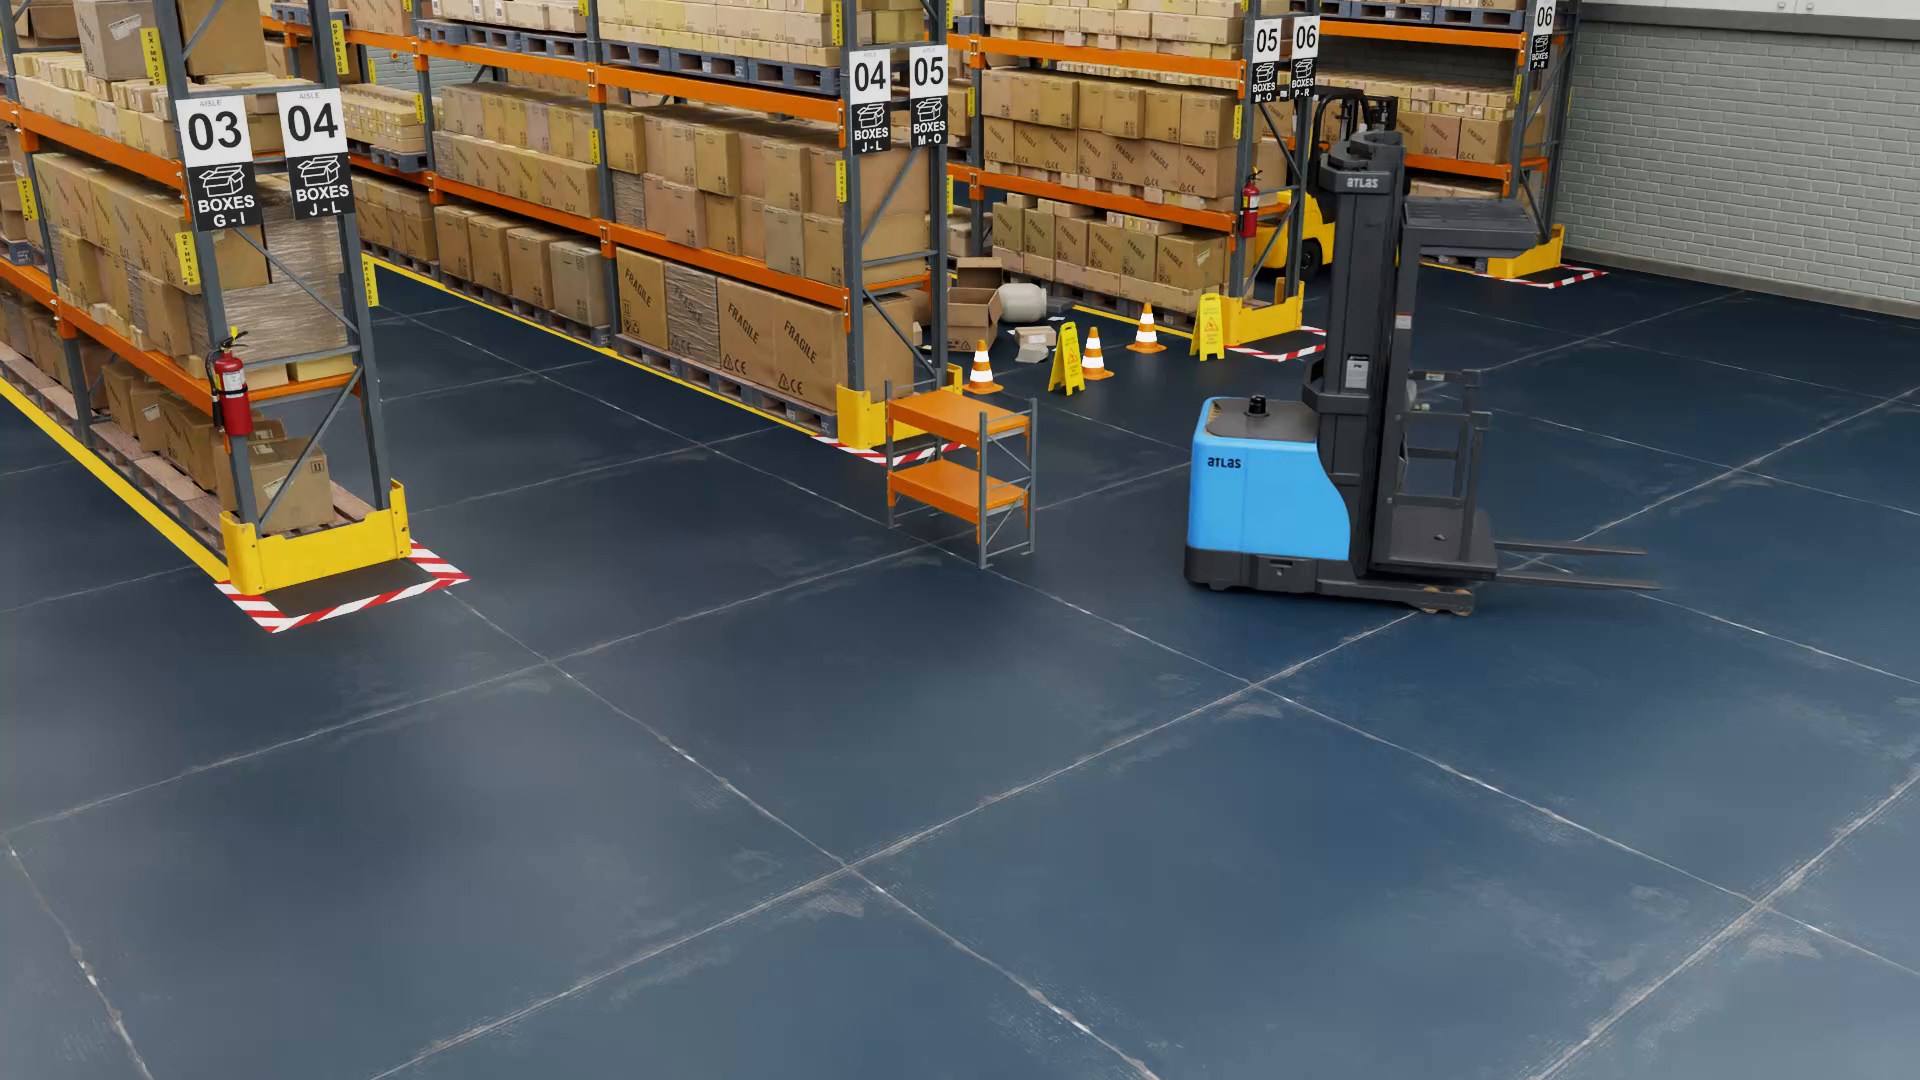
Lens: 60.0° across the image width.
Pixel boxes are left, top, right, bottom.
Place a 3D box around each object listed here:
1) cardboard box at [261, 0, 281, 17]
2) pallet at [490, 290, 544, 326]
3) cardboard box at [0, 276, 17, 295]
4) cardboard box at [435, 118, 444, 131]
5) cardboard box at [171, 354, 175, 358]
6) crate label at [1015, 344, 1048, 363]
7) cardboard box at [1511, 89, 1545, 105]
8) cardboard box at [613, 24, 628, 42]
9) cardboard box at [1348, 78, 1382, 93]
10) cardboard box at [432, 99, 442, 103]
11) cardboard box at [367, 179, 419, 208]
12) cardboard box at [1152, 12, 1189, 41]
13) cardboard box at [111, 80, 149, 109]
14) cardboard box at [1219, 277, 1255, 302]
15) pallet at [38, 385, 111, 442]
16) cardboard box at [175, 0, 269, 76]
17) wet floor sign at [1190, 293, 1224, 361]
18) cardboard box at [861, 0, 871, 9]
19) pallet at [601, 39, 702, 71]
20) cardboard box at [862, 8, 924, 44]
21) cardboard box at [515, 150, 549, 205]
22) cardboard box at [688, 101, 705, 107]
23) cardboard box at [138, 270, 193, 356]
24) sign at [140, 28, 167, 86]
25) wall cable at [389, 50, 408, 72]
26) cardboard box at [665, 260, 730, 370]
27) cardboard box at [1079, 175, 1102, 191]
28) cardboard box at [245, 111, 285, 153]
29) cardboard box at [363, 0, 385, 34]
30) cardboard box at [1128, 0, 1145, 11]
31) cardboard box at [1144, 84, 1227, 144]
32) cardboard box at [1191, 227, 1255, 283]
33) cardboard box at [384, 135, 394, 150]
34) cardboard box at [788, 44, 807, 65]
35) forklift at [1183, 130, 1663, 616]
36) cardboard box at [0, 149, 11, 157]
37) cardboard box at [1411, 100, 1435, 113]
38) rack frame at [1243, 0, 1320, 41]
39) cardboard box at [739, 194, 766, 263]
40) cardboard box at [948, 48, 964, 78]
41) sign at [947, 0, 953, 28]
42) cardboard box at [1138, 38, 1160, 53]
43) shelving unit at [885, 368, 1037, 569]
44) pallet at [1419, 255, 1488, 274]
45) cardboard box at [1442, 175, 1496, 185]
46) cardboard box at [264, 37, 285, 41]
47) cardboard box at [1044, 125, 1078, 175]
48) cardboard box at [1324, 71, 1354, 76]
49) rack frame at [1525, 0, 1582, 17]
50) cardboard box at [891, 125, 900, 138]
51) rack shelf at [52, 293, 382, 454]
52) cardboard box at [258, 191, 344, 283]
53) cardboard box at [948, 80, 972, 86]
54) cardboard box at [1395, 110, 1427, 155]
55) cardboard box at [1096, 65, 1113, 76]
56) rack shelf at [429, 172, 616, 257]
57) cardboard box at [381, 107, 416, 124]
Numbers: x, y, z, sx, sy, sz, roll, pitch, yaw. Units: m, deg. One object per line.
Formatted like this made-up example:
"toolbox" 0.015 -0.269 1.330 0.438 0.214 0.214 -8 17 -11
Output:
"cardboard box" -8.882 -7.049 21.960 0.500 0.250 0.500 -17 27 -36
"pallet" -4.496 -2.674 18.523 1.003 0.211 1.213 -17 27 -37
"cardboard box" -9.109 -2.605 16.317 0.500 0.250 0.500 -16 27 -35
"cardboard box" -6.088 -5.018 20.044 0.380 0.149 0.250 -16 26 -35
"cardboard box" -5.338 -1.373 11.720 0.380 0.149 0.250 -17 27 -37
"crate label" 0.723 -1.865 16.557 0.298 0.136 0.250 7 23 18
"cardboard box" 6.861 -5.355 20.108 0.380 0.149 0.250 -18 28 -38
"cardboard box" -2.984 -4.710 15.414 0.380 0.149 0.250 -17 27 -37
"cardboard box" 5.191 -5.821 21.298 0.380 0.149 0.250 -18 27 -38
"cardboard box" -6.408 -5.291 20.332 0.380 0.149 0.250 -19 28 -40
"cardboard box" -7.049 -4.334 20.760 0.500 0.250 0.500 -17 27 -36
"cardboard box" 2.305 -5.227 16.900 0.500 0.250 0.500 -18 28 -38
"cardboard box" -5.290 -2.910 10.847 0.380 0.149 0.250 -17 27 -37
"cardboard box" 2.843 -2.745 18.075 0.500 0.250 0.500 -18 28 -38
"pallet" -7.468 -1.204 14.768 1.003 0.211 1.213 -17 27 -37
"cardboard box" -5.112 -3.471 11.390 0.500 0.500 0.500 -18 27 -38
"wet floor sign" 2.473 -2.138 16.558 0.267 0.644 0.232 -8 23 -19
"cardboard box" -0.664 -4.466 13.698 0.380 0.149 0.250 -17 27 -37
"pallet" -2.609 -4.567 15.540 1.003 0.211 1.213 -17 27 -37
"cardboard box" -0.645 -4.237 13.661 0.500 0.250 0.500 -18 27 -38
"cardboard box" -4.338 -3.847 17.555 0.500 0.500 0.500 -17 27 -37
"cardboard box" -3.605 -6.174 23.841 0.500 0.250 0.500 -18 28 -38
"cardboard box" -5.103 -1.635 11.502 0.875 0.500 0.500 -17 27 -37
"sign" -4.781 -2.865 9.858 0.100 0.325 0.005 -17 27 -37
"wall cable" -10.982 -10.002 31.972 0.585 1.953 0.123 -17 27 -37
"cardboard box" -2.186 -2.208 15.846 0.875 0.875 0.875 -17 27 -37
"cardboard box" 1.525 -3.948 18.294 0.380 0.149 0.250 -18 27 -38
"cardboard box" -4.466 -2.704 10.867 0.500 0.250 0.500 -16 27 -36
"cardboard box" -6.647 -6.221 19.504 0.500 0.500 0.500 -17 27 -37
"cardboard box" 1.964 -5.592 17.287 0.380 0.149 0.250 -18 28 -39
"cardboard box" 2.337 -4.423 17.247 0.700 0.500 0.500 -17 27 -37
"cardboard box" 2.827 -3.101 17.955 0.500 0.500 0.500 -19 28 -39
"cardboard box" -6.577 -4.720 19.690 0.380 0.149 0.250 -18 27 -38
"cardboard box" -1.162 -3.938 13.444 0.380 0.149 0.250 -17 27 -37
"forklift" 3.072 -1.089 10.745 3.031 2.935 1.130 5 22 12
"cardboard box" -9.187 -3.495 16.081 0.500 0.500 0.500 18 28 39
"cardboard box" 5.804 -5.385 20.594 0.380 0.149 0.250 -19 28 -39
"rack frame" 3.160 -6.335 15.819 1.000 3.000 0.127 -17 27 -37
"cardboard box" -1.446 -2.828 14.886 0.875 0.550 0.550 -17 27 -37
"cardboard box" 0.082 -7.735 26.906 0.700 0.500 0.500 -18 27 -38
"sign" -0.100 -4.306 13.445 0.100 0.325 0.005 -17 27 -37
"cardboard box" 2.067 -5.139 17.223 0.380 0.149 0.250 -18 28 -38
"shelving unit" -0.004 -0.526 11.784 0.538 1.125 1.048 -17 27 -37
"pallet" 6.387 -3.627 20.955 1.003 0.211 1.213 -17 27 -37
"cardboard box" 6.419 -4.420 20.979 0.500 0.250 0.500 -17 27 -37
"cardboard box" -9.534 -6.653 22.941 0.500 0.500 0.500 -17 27 -36
"cardboard box" 1.288 -4.369 18.480 0.500 0.500 0.500 -18 28 -38
"cardboard box" 5.060 -6.151 22.141 0.380 0.149 0.250 -18 28 -38
"rack frame" 6.918 -7.518 18.838 1.000 3.000 0.127 -17 27 -37
"cardboard box" -0.651 -5.087 20.627 0.380 0.149 0.250 -17 27 -37
"rack shelf" -5.653 -1.400 12.432 1.077 0.370 4.000 -17 27 -37
"cardboard box" -4.500 -2.050 11.189 0.500 0.500 0.500 -17 27 -37
"cardboard box" 0.133 -5.363 20.443 0.500 0.500 0.500 -17 27 -37
"cardboard box" 5.731 -5.131 20.835 0.500 0.500 0.500 -18 28 -38
"cardboard box" 2.223 -6.917 24.505 0.380 0.149 0.250 -17 27 -37
"rack shelf" -4.441 -3.658 18.197 1.077 0.370 4.000 -17 27 -37
"cardboard box" -6.575 -4.997 19.583 0.380 0.149 0.250 -18 28 -38
